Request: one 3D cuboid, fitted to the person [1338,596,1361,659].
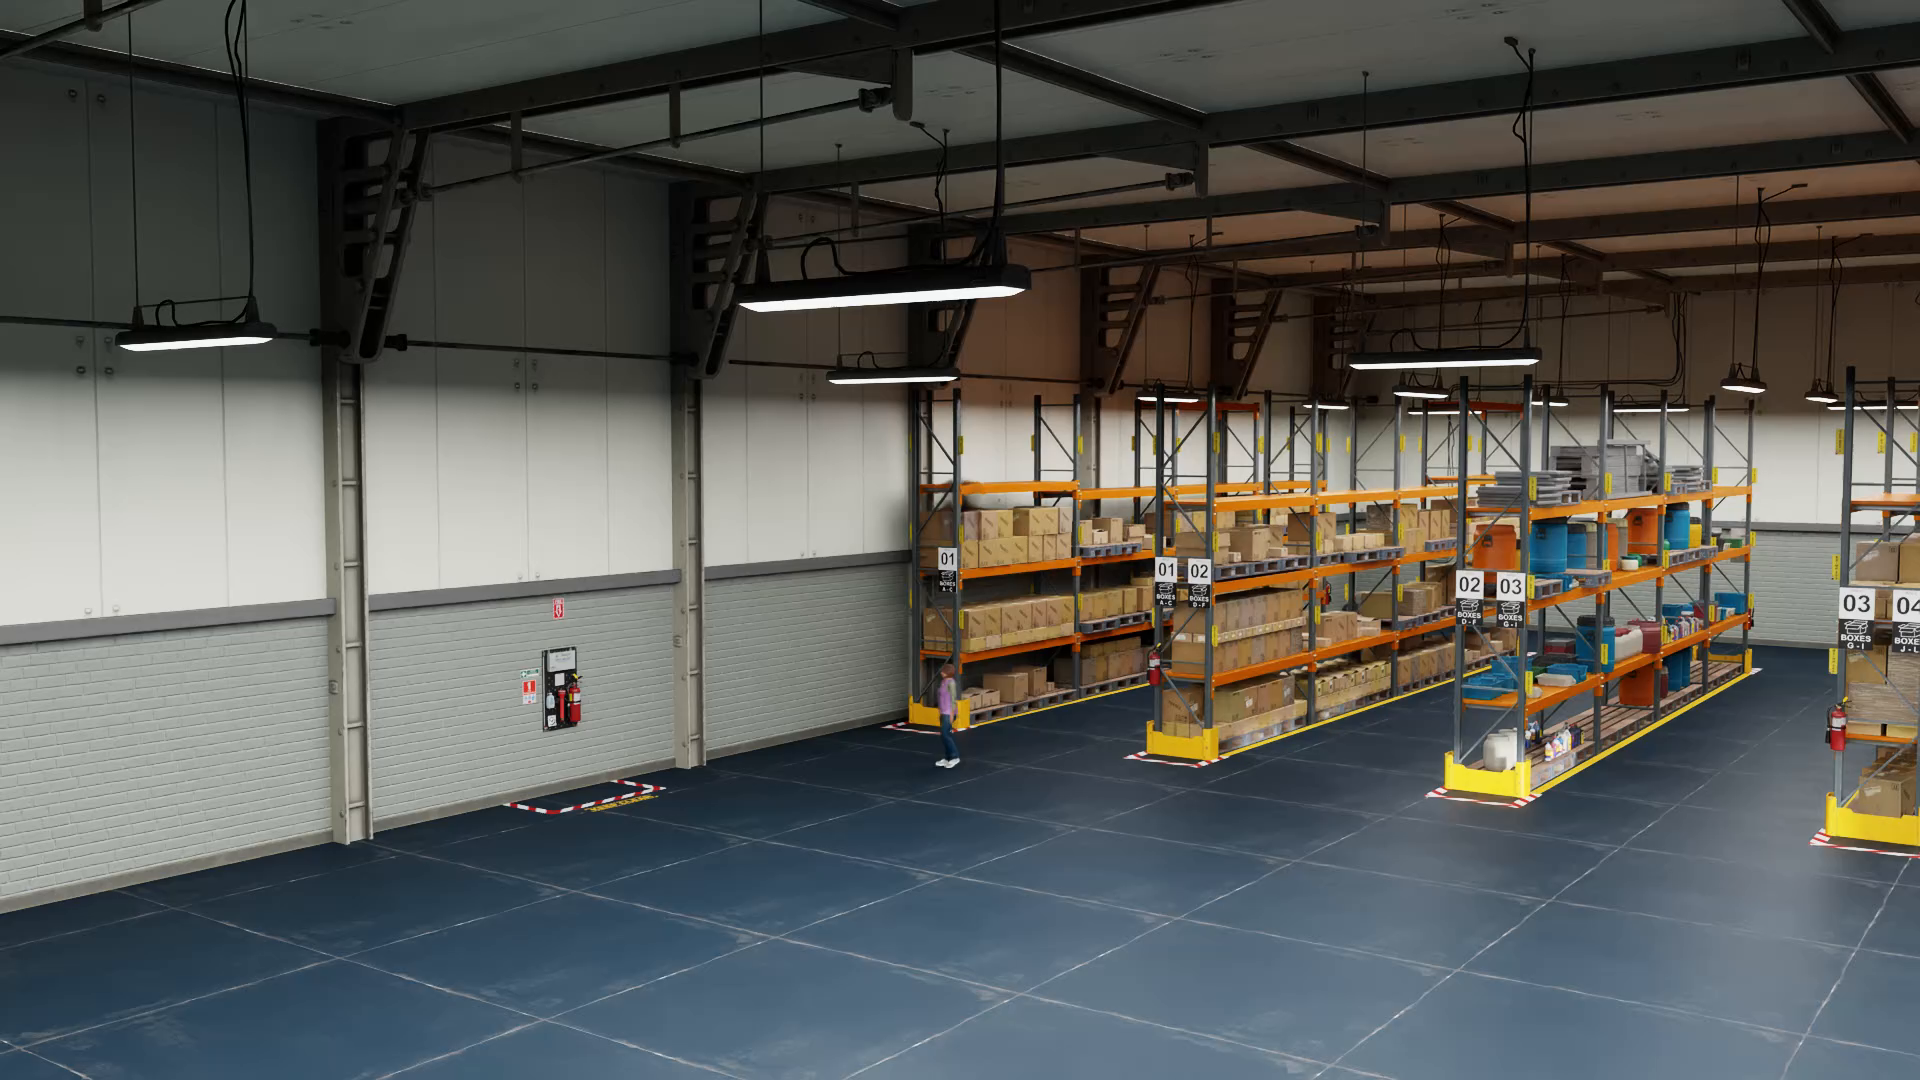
[{"bbox_3d":[8.779,2.042,37.358,0.614,1.702,0.992,2,4,36],"label":"person"}]

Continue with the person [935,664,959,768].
[{"bbox_3d":[-0.205,2.722,25.849,0.342,1.604,0.452,-1,3,-18],"label":"person"}]
